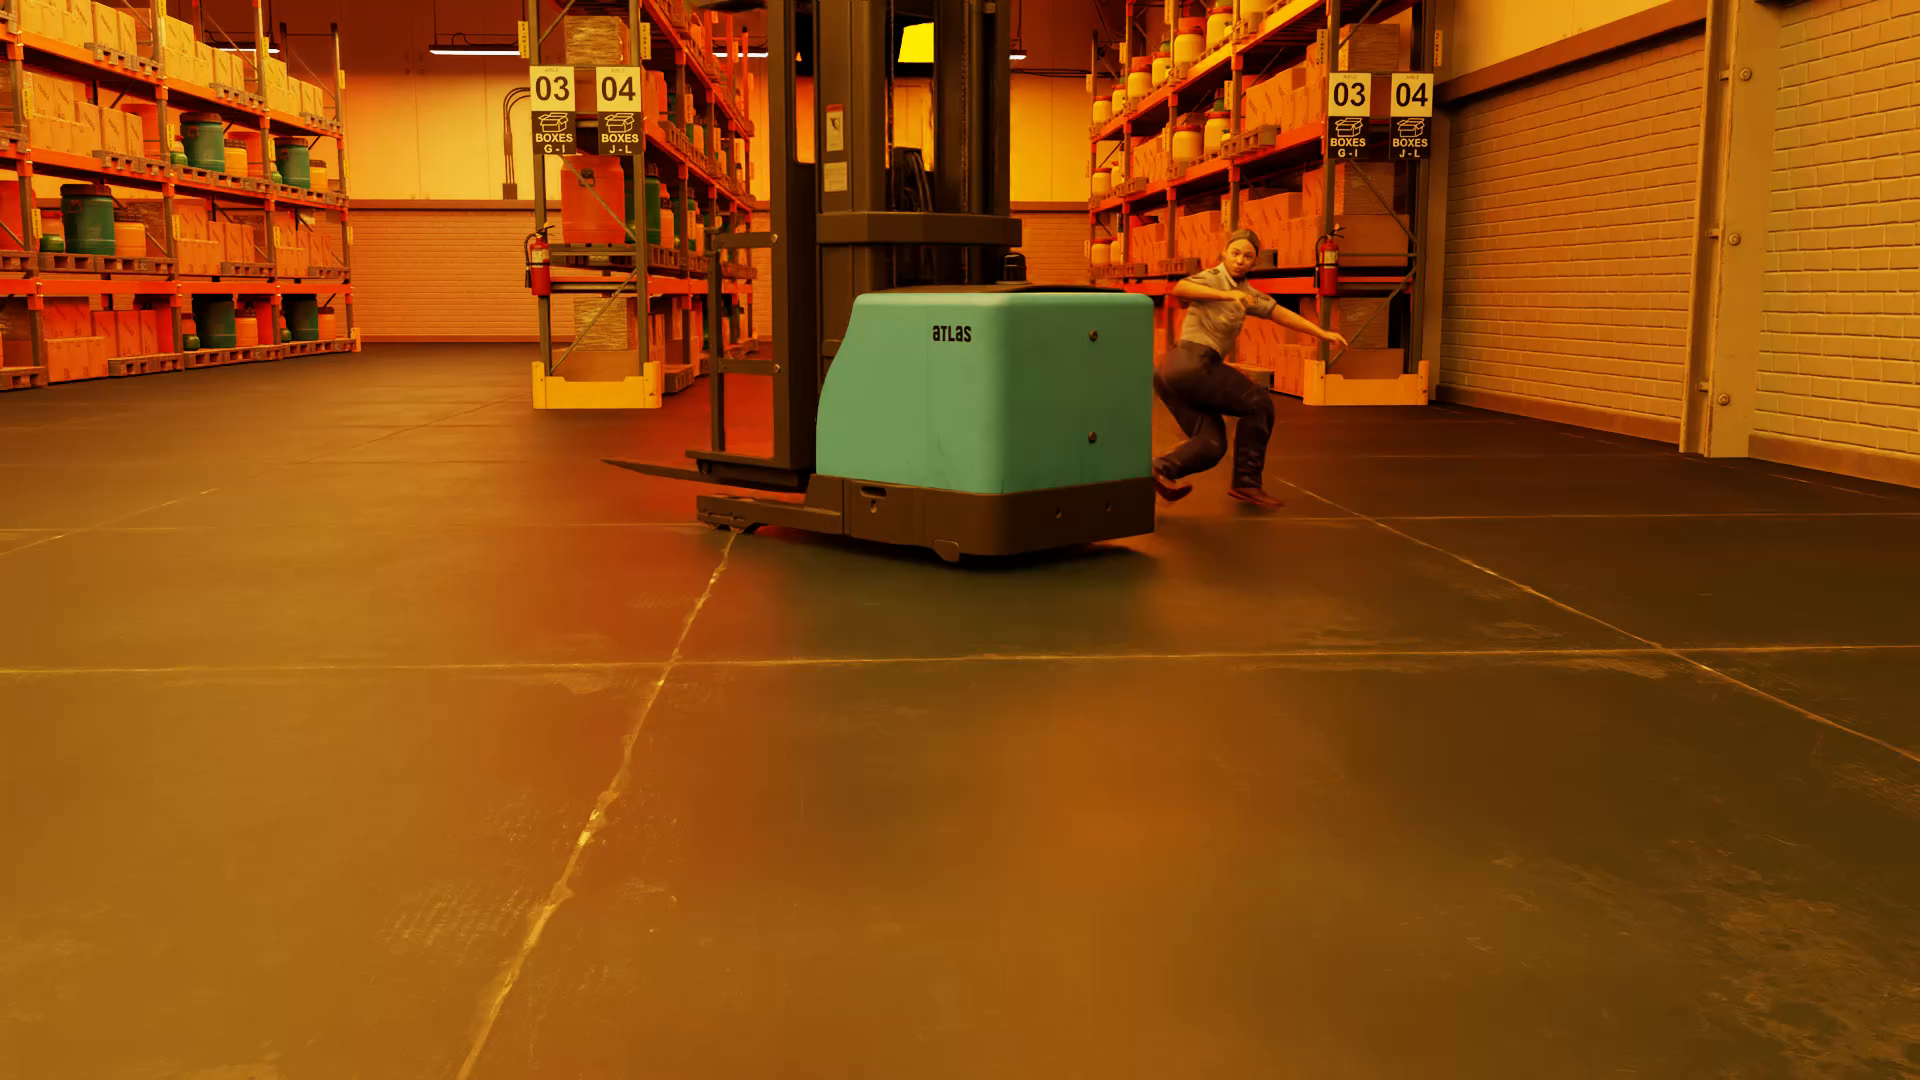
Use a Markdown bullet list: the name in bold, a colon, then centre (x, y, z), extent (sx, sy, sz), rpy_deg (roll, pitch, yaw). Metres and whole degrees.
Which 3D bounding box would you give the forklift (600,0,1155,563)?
- **forklift**: centre (-0.564, -1.522, 7.581), extent (1.130, 2.935, 3.031), rpy_deg (-8, 12, -44)

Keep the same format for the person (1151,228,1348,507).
- **person**: centre (1.431, -0.835, 8.295), extent (1.061, 1.416, 0.805), rpy_deg (0, 8, 1)
